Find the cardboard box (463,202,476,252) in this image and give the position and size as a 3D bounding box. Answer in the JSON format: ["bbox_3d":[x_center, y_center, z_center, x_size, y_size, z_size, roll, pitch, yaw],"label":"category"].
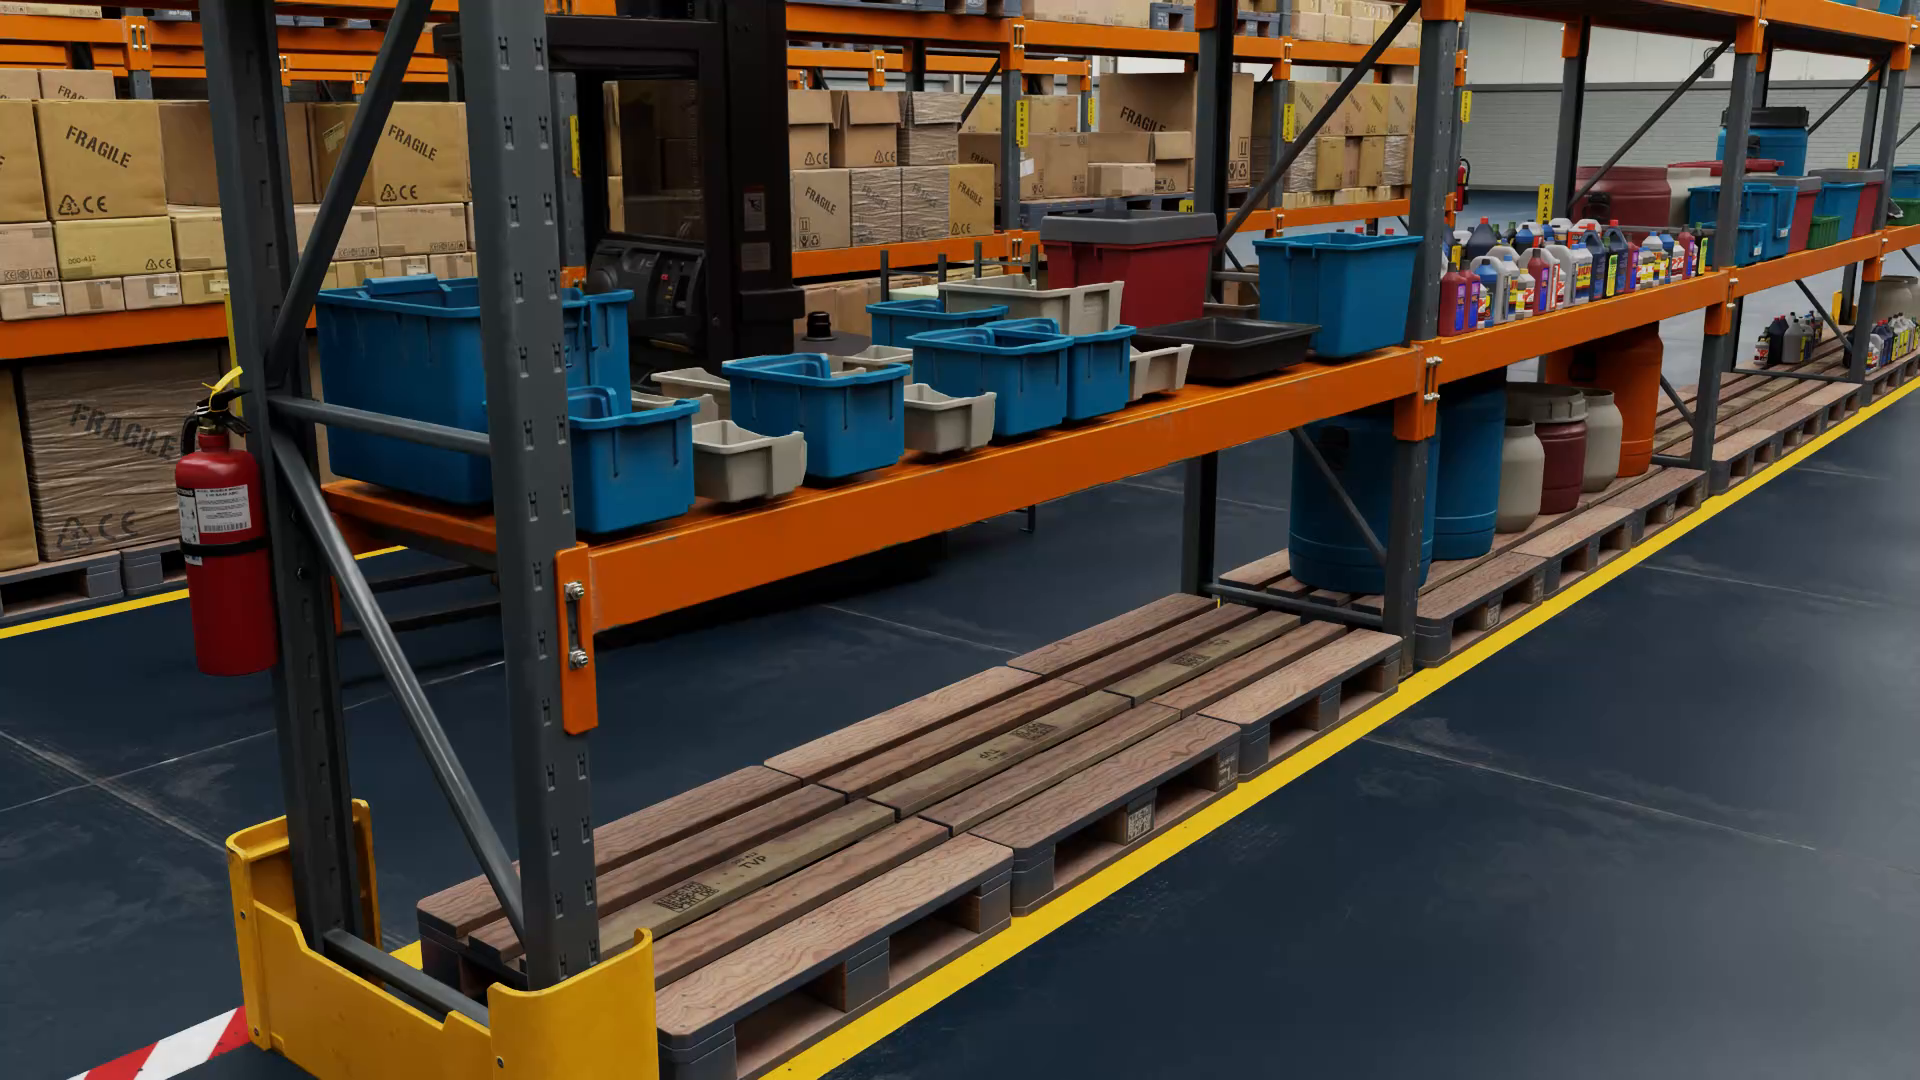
[{"bbox_3d":[-2.572,-1.702,8.932,0.500,0.250,0.500,11,18,37],"label":"cardboard box"}]

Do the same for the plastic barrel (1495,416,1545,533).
[{"bbox_3d":[2.578,-0.319,7.985,0.421,0.512,0.421,0,14,0],"label":"plastic barrel"}]

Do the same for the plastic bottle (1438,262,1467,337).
[{"bbox_3d":[1.916,-0.937,6.457,0.061,0.283,0.133,11,18,38],"label":"plastic bottle"}]

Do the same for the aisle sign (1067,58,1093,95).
[{"bbox_3d":[1.527,-6.068,21.137,0.394,0.787,0.004,11,18,38],"label":"aisle sign"}]

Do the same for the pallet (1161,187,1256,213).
[{"bbox_3d":[1.936,-3.071,15.010,1.003,0.211,1.213,11,18,38],"label":"pallet"}]

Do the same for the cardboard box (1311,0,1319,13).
[{"bbox_3d":[3.087,-4.938,15.373,0.380,0.149,0.250,10,17,35],"label":"cardboard box"}]

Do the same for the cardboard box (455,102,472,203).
[{"bbox_3d":[-2.580,-2.061,8.823,0.500,0.500,0.500,12,19,39],"label":"cardboard box"}]

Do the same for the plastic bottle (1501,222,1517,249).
[{"bbox_3d":[2.934,-1.559,8.904,0.061,0.283,0.133,11,18,38],"label":"plastic bottle"}]

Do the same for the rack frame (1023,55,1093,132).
[{"bbox_3d":[1.249,-4.841,21.587,1.000,3.000,0.127,11,18,38],"label":"rack frame"}]

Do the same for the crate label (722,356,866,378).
[{"bbox_3d":[-0.439,-0.419,4.595,0.396,0.136,0.243,11,18,38],"label":"crate label"}]

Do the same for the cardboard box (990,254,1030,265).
[{"bbox_3d":[0.323,-3.706,20.581,0.875,0.875,0.875,11,18,37],"label":"cardboard box"}]

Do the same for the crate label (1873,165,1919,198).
[{"bbox_3d":[7.949,-2.910,13.915,0.502,0.435,0.616,11,18,38],"label":"crate label"}]

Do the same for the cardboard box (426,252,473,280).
[{"bbox_3d":[-2.759,-1.427,8.657,0.380,0.149,0.250,11,18,37],"label":"cardboard box"}]

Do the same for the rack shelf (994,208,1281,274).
[{"bbox_3d":[1.272,-2.556,14.055,1.077,0.370,4.000,11,18,38],"label":"rack shelf"}]

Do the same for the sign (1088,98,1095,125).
[{"bbox_3d":[1.662,-5.430,21.074,0.100,0.325,0.005,11,18,38],"label":"sign"}]

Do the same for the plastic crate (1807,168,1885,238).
[{"bbox_3d":[6.315,-2.412,11.897,0.402,0.464,0.583,11,18,38],"label":"plastic crate"}]

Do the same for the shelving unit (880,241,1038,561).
[{"bbox_3d":[0.005,-0.728,8.444,0.431,1.500,0.755,11,18,38],"label":"shelving unit"}]

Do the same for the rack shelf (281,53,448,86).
[{"bbox_3d":[-6.436,-5.544,19.722,1.077,0.370,4.000,11,18,38],"label":"rack shelf"}]

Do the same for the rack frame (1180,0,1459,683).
[{"bbox_3d":[1.353,-0.989,6.426,1.000,3.000,0.127,11,18,38],"label":"rack frame"}]

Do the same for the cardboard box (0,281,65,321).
[{"bbox_3d":[-4.049,-1.034,7.110,0.380,0.149,0.250,11,18,37],"label":"cardboard box"}]

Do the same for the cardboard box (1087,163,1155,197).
[{"bbox_3d":[1.247,-2.938,13.548,0.500,0.250,0.500,11,18,36],"label":"cardboard box"}]

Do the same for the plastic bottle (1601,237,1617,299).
[{"bbox_3d":[3.027,-1.276,7.789,0.061,0.283,0.133,11,18,38],"label":"plastic bottle"}]

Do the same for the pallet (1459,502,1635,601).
[{"bbox_3d":[2.637,-0.014,8.249,1.003,0.211,1.213,11,18,38],"label":"pallet"}]

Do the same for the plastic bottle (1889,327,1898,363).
[{"bbox_3d":[7.466,-1.570,13.334,0.061,0.283,0.133,12,19,40],"label":"plastic bottle"}]

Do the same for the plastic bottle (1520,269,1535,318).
[{"bbox_3d":[2.387,-1.048,7.060,0.097,0.201,0.097,0,14,0],"label":"plastic bottle"}]

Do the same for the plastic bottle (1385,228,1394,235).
[{"bbox_3d":[1.905,-1.205,7.376,0.144,0.351,0.185,11,18,38],"label":"plastic bottle"}]

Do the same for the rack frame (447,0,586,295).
[{"bbox_3d":[-2.499,-1.756,9.443,1.000,3.000,0.127,11,18,38],"label":"rack frame"}]

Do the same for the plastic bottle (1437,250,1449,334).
[{"bbox_3d":[1.852,-0.991,6.530,0.144,0.351,0.185,11,18,38],"label":"plastic bottle"}]

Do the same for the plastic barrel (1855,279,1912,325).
[{"bbox_3d":[8.226,-2.051,14.806,0.421,0.512,0.421,0,14,0],"label":"plastic barrel"}]

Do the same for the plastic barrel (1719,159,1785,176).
[{"bbox_3d":[5.610,-2.438,11.852,0.433,0.535,0.433,0,14,0],"label":"plastic barrel"}]

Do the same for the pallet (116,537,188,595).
[{"bbox_3d":[-3.804,-0.036,8.337,1.003,0.211,1.213,11,18,38],"label":"pallet"}]

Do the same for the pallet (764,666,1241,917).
[{"bbox_3d":[0.155,0.744,5.267,1.003,0.211,1.213,11,18,38],"label":"pallet"}]

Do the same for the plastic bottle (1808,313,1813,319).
[{"bbox_3d":[7.298,-1.814,14.318,0.097,0.271,0.097,0,14,0],"label":"plastic bottle"}]

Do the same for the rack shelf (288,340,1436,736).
[{"bbox_3d":[0.096,-0.258,5.007,1.077,0.370,4.000,11,18,38],"label":"rack shelf"}]

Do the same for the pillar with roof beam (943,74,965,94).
[{"bbox_3d":[3.224,-10.901,33.256,9.100,9.000,0.400,11,18,38],"label":"pillar with roof beam"}]

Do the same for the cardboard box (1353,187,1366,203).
[{"bbox_3d":[3.831,-3.450,16.622,0.380,0.149,0.250,11,18,38],"label":"cardboard box"}]

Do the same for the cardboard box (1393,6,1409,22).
[{"bbox_3d":[4.288,-5.279,16.713,0.380,0.149,0.250,10,17,35],"label":"cardboard box"}]

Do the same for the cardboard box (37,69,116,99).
[{"bbox_3d":[-6.378,-3.088,11.849,0.500,0.500,0.500,10,18,36],"label":"cardboard box"}]

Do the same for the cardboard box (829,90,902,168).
[{"bbox_3d":[-0.869,-2.795,11.292,0.797,0.503,0.637,12,18,39],"label":"cardboard box"}]

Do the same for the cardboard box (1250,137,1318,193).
[{"bbox_3d":[2.860,-3.557,15.726,0.875,0.500,0.500,11,18,38],"label":"cardboard box"}]

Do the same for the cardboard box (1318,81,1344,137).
[{"bbox_3d":[3.323,-4.108,15.864,0.500,0.500,0.500,11,18,38],"label":"cardboard box"}]

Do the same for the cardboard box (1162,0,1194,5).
[{"bbox_3d":[1.565,-4.740,14.035,0.797,0.503,0.637,12,19,40],"label":"cardboard box"}]

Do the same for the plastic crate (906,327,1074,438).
[{"bbox_3d":[0.078,-0.420,4.402,0.416,0.233,0.300,11,18,38],"label":"plastic crate"}]

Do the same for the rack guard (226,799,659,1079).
[{"bbox_3d":[-1.166,0.995,3.692,1.175,0.500,0.348,11,18,38],"label":"rack guard"}]

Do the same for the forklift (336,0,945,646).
[{"bbox_3d":[-1.532,-1.126,7.104,3.031,2.935,1.130,-11,18,-38],"label":"forklift"}]

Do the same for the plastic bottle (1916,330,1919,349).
[{"bbox_3d":[8.082,-1.725,14.111,0.097,0.201,0.097,0,14,0],"label":"plastic bottle"}]

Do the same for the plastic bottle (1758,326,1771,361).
[{"bbox_3d":[6.427,-1.561,13.300,0.061,0.283,0.133,12,19,40],"label":"plastic bottle"}]

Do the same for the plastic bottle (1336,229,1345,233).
[{"bbox_3d":[1.677,-1.192,7.324,0.144,0.351,0.185,11,18,38],"label":"plastic bottle"}]

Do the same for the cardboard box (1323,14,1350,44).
[{"bbox_3d":[3.340,-4.818,15.708,0.500,0.250,0.500,11,18,37],"label":"cardboard box"}]

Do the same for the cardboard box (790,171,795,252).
[{"bbox_3d":[-1.385,-2.046,10.382,0.500,0.500,0.500,11,18,36],"label":"cardboard box"}]

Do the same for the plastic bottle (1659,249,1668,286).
[{"bbox_3d":[3.530,-1.396,8.431,0.097,0.201,0.097,0,14,0],"label":"plastic bottle"}]
